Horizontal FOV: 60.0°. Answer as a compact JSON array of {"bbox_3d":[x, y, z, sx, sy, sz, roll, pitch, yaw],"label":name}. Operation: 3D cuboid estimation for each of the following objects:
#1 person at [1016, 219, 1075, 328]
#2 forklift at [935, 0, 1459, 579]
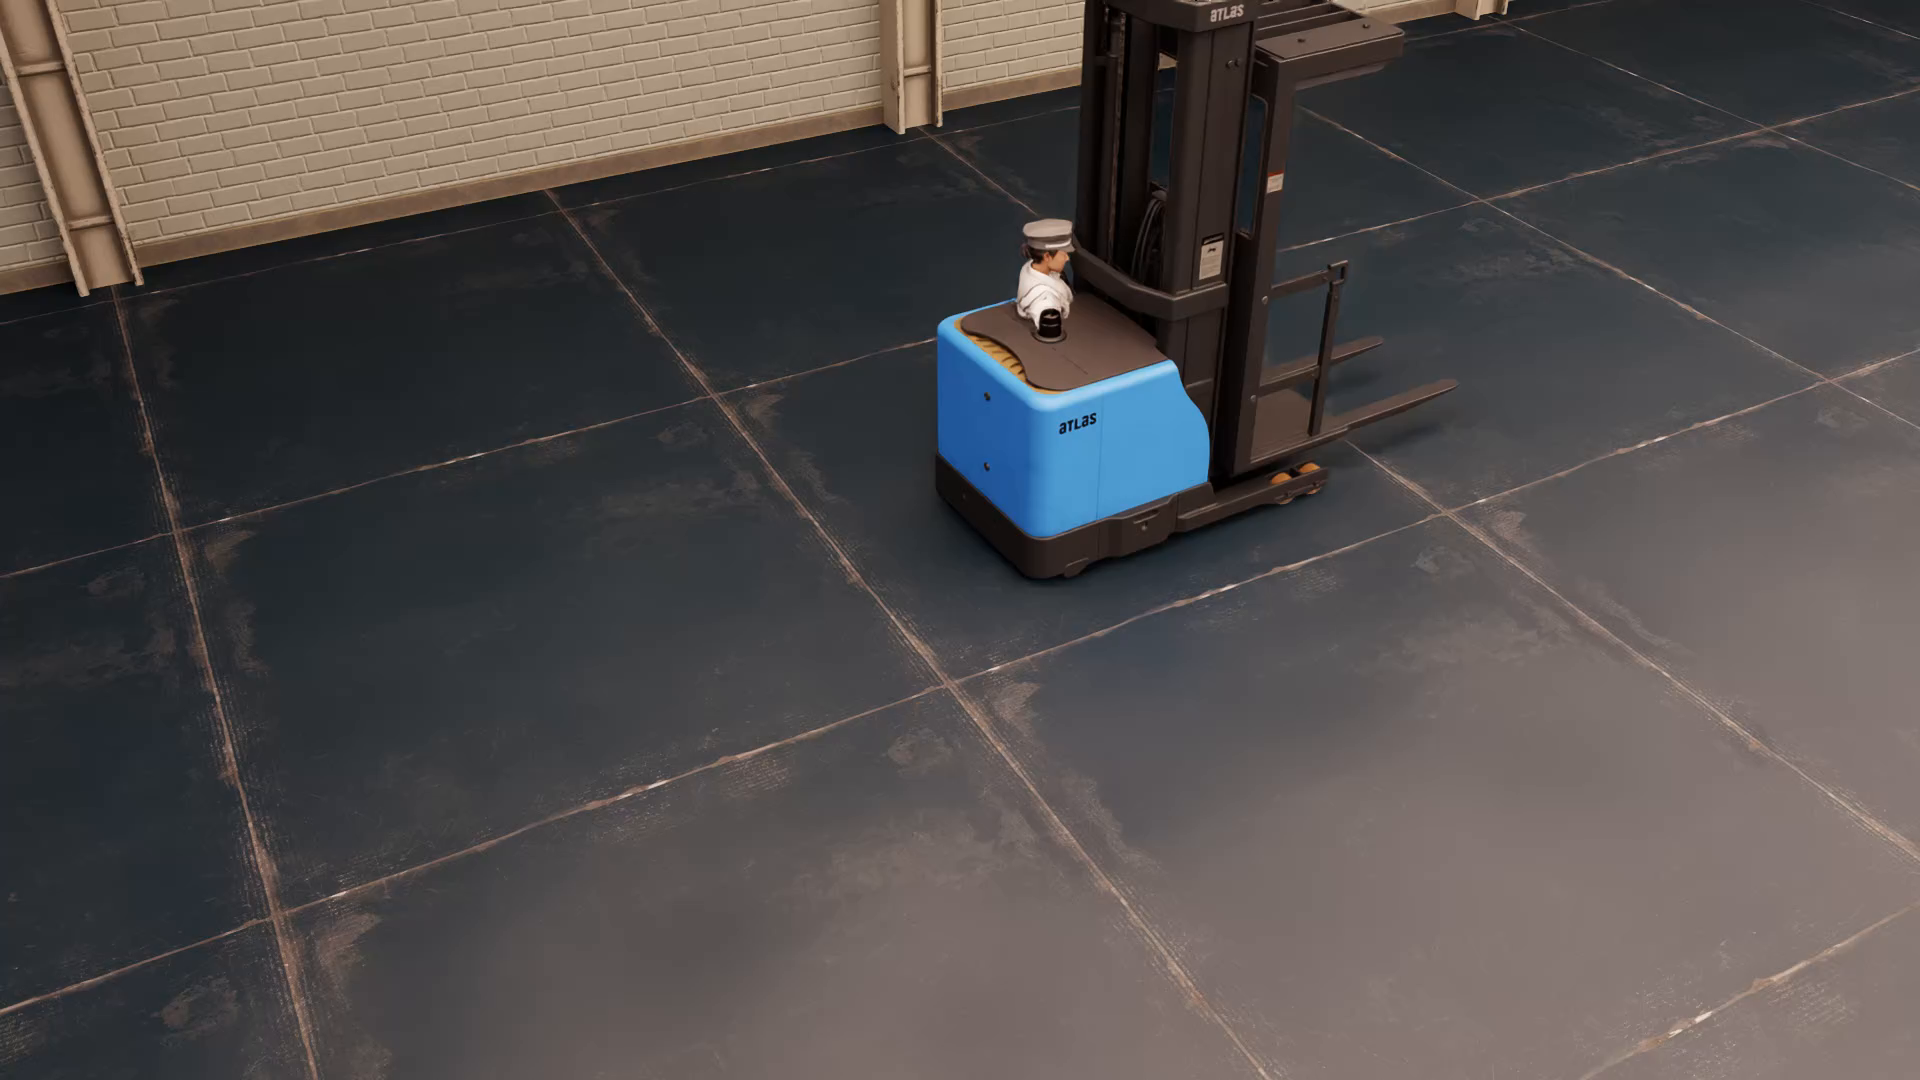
[{"bbox_3d":[0.609,-0.911,8.542,0.658,1.519,0.720,5,36,7],"label":"person"},{"bbox_3d":[1.398,-1.630,8.429,3.031,2.935,1.130,-19,39,-25],"label":"forklift"}]
